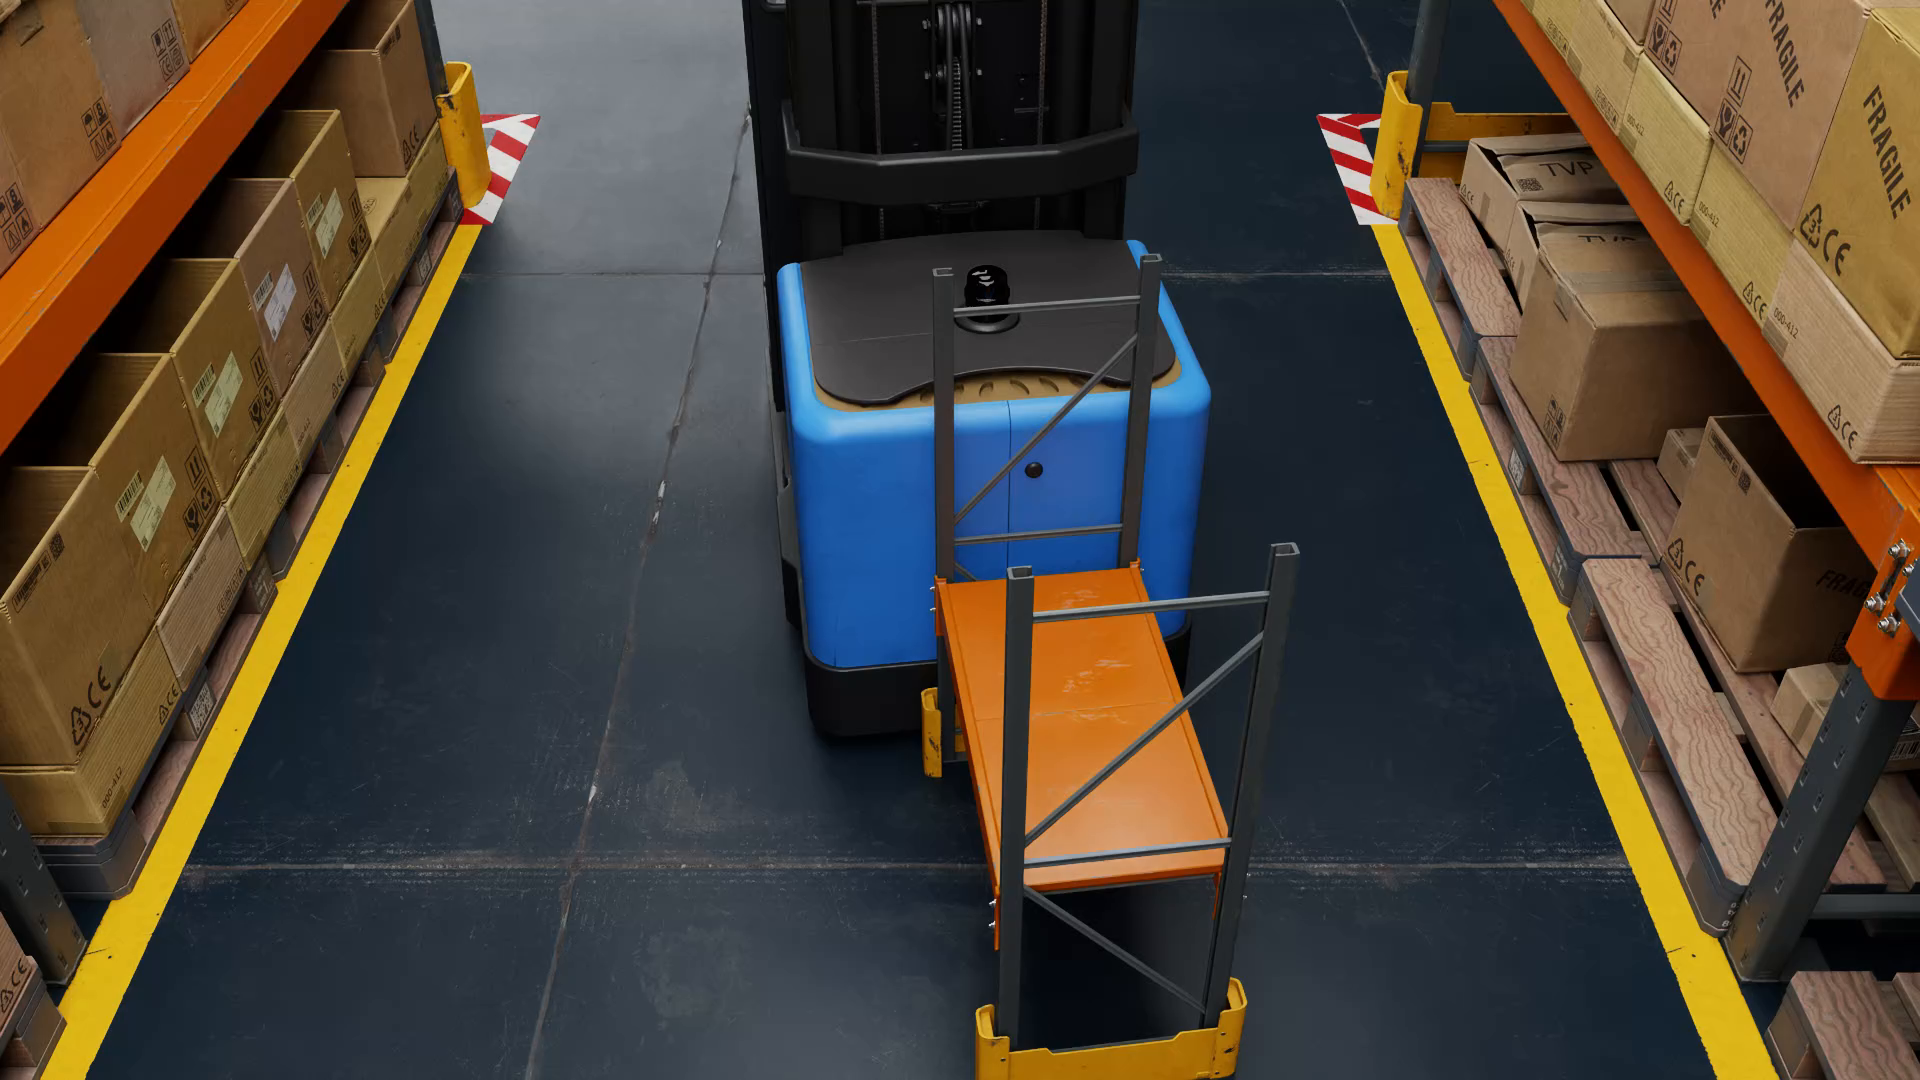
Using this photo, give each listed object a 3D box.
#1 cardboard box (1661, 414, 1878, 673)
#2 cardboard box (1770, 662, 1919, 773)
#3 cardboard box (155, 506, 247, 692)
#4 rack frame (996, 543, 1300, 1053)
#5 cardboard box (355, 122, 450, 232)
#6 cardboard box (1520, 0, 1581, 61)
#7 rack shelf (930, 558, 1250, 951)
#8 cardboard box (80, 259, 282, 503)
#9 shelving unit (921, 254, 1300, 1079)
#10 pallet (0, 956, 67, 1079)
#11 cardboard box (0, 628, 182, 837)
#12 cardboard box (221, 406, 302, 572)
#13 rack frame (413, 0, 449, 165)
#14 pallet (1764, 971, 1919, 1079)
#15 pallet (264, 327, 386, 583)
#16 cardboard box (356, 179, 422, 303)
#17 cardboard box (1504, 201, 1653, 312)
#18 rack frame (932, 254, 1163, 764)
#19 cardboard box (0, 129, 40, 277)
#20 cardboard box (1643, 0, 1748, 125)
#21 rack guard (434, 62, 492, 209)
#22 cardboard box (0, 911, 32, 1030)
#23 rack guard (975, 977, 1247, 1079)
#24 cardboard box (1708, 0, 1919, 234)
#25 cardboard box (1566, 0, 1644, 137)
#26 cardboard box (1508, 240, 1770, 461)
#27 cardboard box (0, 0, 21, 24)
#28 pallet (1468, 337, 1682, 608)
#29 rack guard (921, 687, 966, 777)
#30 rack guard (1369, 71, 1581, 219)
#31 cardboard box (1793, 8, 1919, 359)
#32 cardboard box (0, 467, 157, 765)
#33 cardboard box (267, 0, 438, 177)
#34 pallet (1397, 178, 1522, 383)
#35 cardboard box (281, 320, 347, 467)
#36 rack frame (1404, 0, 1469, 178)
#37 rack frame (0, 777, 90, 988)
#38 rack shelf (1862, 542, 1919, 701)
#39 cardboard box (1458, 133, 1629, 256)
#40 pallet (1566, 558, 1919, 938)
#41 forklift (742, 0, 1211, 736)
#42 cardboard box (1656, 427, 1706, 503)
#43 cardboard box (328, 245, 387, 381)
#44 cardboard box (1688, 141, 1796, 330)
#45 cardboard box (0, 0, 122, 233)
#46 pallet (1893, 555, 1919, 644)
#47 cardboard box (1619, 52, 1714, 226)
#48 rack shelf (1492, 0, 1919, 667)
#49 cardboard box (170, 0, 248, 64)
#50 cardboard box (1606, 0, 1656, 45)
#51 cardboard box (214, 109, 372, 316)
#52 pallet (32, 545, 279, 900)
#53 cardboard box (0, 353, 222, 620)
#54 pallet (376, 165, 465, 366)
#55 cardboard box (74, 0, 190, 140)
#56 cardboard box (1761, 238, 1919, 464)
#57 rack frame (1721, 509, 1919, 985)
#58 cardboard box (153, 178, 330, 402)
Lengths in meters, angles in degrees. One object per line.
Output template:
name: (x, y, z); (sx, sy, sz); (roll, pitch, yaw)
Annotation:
cardboard box: (2.305, -0.003, 4.502); (0.500, 0.500, 0.500); (-3, 39, -3)
cardboard box: (2.315, 0.442, 4.213); (0.380, 0.166, 0.250); (-5, 39, -6)
cardboard box: (-2.301, 0.155, 4.521); (0.500, 0.250, 0.500); (0, 39, 0)
rack frame: (0.328, 0.620, 3.277); (0.500, 1.500, 0.032); (-5, 39, -6)
cardboard box: (-2.316, -1.409, 6.472); (0.500, 0.250, 0.500); (0, 39, 0)
cardboard box: (2.034, -1.659, 5.026); (0.500, 0.250, 0.500); (-1, 39, -1)
rack shelf: (0.259, 0.445, 3.782); (0.538, 0.185, 1.000); (-5, 39, -6)
cardboard box: (-2.297, -0.450, 4.677); (0.500, 0.500, 0.500); (0, 39, 0)
shelving unit: (0.260, 0.311, 3.663); (0.587, 1.500, 1.083); (-5, 39, -6)
pallet: (-2.568, 1.397, 3.337); (1.003, 0.211, 1.213); (0, 39, 0)
cardboard box: (-2.305, 0.468, 4.131); (0.500, 0.250, 0.500); (0, 39, 0)
cardboard box: (-2.296, -0.158, 4.911); (0.500, 0.250, 0.500); (0, 39, 0)
rack frame: (-2.613, -2.653, 6.162); (1.000, 3.000, 0.127); (0, 39, 0)
pallet: (2.348, 1.418, 3.312); (1.003, 0.211, 1.213); (0, 39, 0)
pallet: (-2.571, -0.325, 5.487); (1.003, 0.211, 1.213); (0, 39, 0)
cardboard box: (-2.304, -1.096, 6.082); (0.500, 0.250, 0.500); (0, 39, 0)
cardboard box: (2.253, -0.992, 5.887); (0.500, 0.311, 0.500); (3, 39, 4)
rack frame: (0.190, -0.010, 4.063); (0.500, 1.500, 0.032); (-5, 39, -6)
cardboard box: (-2.622, -0.798, 3.767); (0.700, 0.500, 0.500); (0, 39, -1)
cardboard box: (2.040, -1.322, 4.005); (0.500, 0.500, 0.500); (-1, 39, -1)
rack guard: (-2.613, -1.692, 6.962); (1.175, 0.500, 0.348); (0, 39, 0)
cardboard box: (-2.318, 1.017, 3.445); (0.500, 0.250, 0.500); (0, 39, 0)
rack guard: (0.328, 1.107, 3.669); (0.587, 0.250, 0.087); (-5, 39, -6)
cardboard box: (2.030, -1.007, 3.612); (0.500, 0.500, 0.500); (0, 39, 0)
cardboard box: (2.032, -1.343, 4.631); (0.500, 0.250, 0.500); (0, 39, 0)
cardboard box: (2.203, -0.607, 5.256); (0.700, 0.500, 0.500); (-2, 39, -3)
cardboard box: (-2.417, -1.251, 3.813); (0.380, 0.149, 0.250); (-1, 39, -2)
pallet: (2.305, -0.254, 5.398); (1.003, 0.211, 1.213); (0, 39, 0)
rack guard: (0.193, 0.490, 4.439); (0.587, 0.250, 0.087); (-5, 39, -6)
rack guard: (2.341, -1.636, 6.891); (1.175, 0.500, 0.348); (0, 39, 0)
cardboard box: (2.036, -0.695, 3.222); (0.500, 0.500, 0.500); (0, 39, 0)
cardboard box: (-2.295, 0.175, 3.896); (0.500, 0.500, 0.500); (0, 39, 0)
cardboard box: (-2.314, -1.701, 6.237); (0.500, 0.500, 0.500); (0, 39, 0)
pallet: (2.307, -1.015, 6.348); (1.003, 0.211, 1.213); (0, 39, 0)
cardboard box: (-2.303, -0.470, 5.301); (0.500, 0.250, 0.500); (0, 39, 0)
rack frame: (2.341, -2.659, 6.169); (1.000, 3.000, 0.127); (0, 39, 0)
rack frame: (-2.608, -0.151, 3.040); (1.000, 3.000, 0.127); (0, 39, 0)
rack shelf: (2.348, 1.374, 1.712); (1.077, 0.370, 4.000); (0, 39, 0)
cardboard box: (2.252, -1.348, 6.332); (0.500, 0.311, 0.500); (-4, 39, -5)
pallet: (2.310, 0.511, 4.444); (1.003, 0.211, 1.213); (0, 39, 0)
forklift: (-0.087, -1.533, 4.820); (1.130, 2.935, 3.031); (-5, 39, -6)
cardboard box: (2.364, -0.217, 5.050); (0.380, 0.149, 0.250); (-3, 39, -4)
cardboard box: (-2.302, -0.783, 5.692); (0.500, 0.250, 0.500); (0, 39, 0)
cardboard box: (2.050, -0.714, 3.846); (0.500, 0.250, 0.500); (0, 39, 0)
cardboard box: (-2.619, -1.111, 4.158); (0.700, 0.500, 0.500); (1, 39, 1)
pallet: (2.201, 0.396, 2.511); (1.003, 0.211, 1.213); (0, 39, 0)
cardboard box: (2.034, -1.029, 4.239); (0.500, 0.250, 0.500); (0, 39, 0)
rack shelf: (2.343, -1.127, 4.833); (1.077, 0.370, 4.000); (0, 39, 0)
cardboard box: (-2.625, -1.761, 4.969); (0.700, 0.500, 0.500); (0, 39, 0)
cardboard box: (2.039, -1.647, 4.411); (0.500, 0.500, 0.500); (1, 39, 1)
cardboard box: (-2.299, -1.076, 5.457); (0.500, 0.500, 0.500); (0, 39, 0)
pallet: (-2.567, 0.439, 4.533); (1.003, 0.211, 1.213); (0, 39, 0)
cardboard box: (-2.304, -0.138, 4.287); (0.500, 0.500, 0.500); (0, 39, 0)
pallet: (-2.570, -1.086, 6.437); (1.003, 0.211, 1.213); (0, 39, 0)
cardboard box: (-2.620, -1.432, 4.558); (0.700, 0.500, 0.500); (1, 39, 1)
cardboard box: (2.042, -0.403, 3.458); (0.500, 0.250, 0.500); (0, 39, 0)
rack frame: (2.346, -0.157, 3.048); (1.000, 3.000, 0.127); (0, 39, 0)
cardboard box: (-2.299, -0.763, 5.067); (0.500, 0.500, 0.500); (0, 39, 0)
